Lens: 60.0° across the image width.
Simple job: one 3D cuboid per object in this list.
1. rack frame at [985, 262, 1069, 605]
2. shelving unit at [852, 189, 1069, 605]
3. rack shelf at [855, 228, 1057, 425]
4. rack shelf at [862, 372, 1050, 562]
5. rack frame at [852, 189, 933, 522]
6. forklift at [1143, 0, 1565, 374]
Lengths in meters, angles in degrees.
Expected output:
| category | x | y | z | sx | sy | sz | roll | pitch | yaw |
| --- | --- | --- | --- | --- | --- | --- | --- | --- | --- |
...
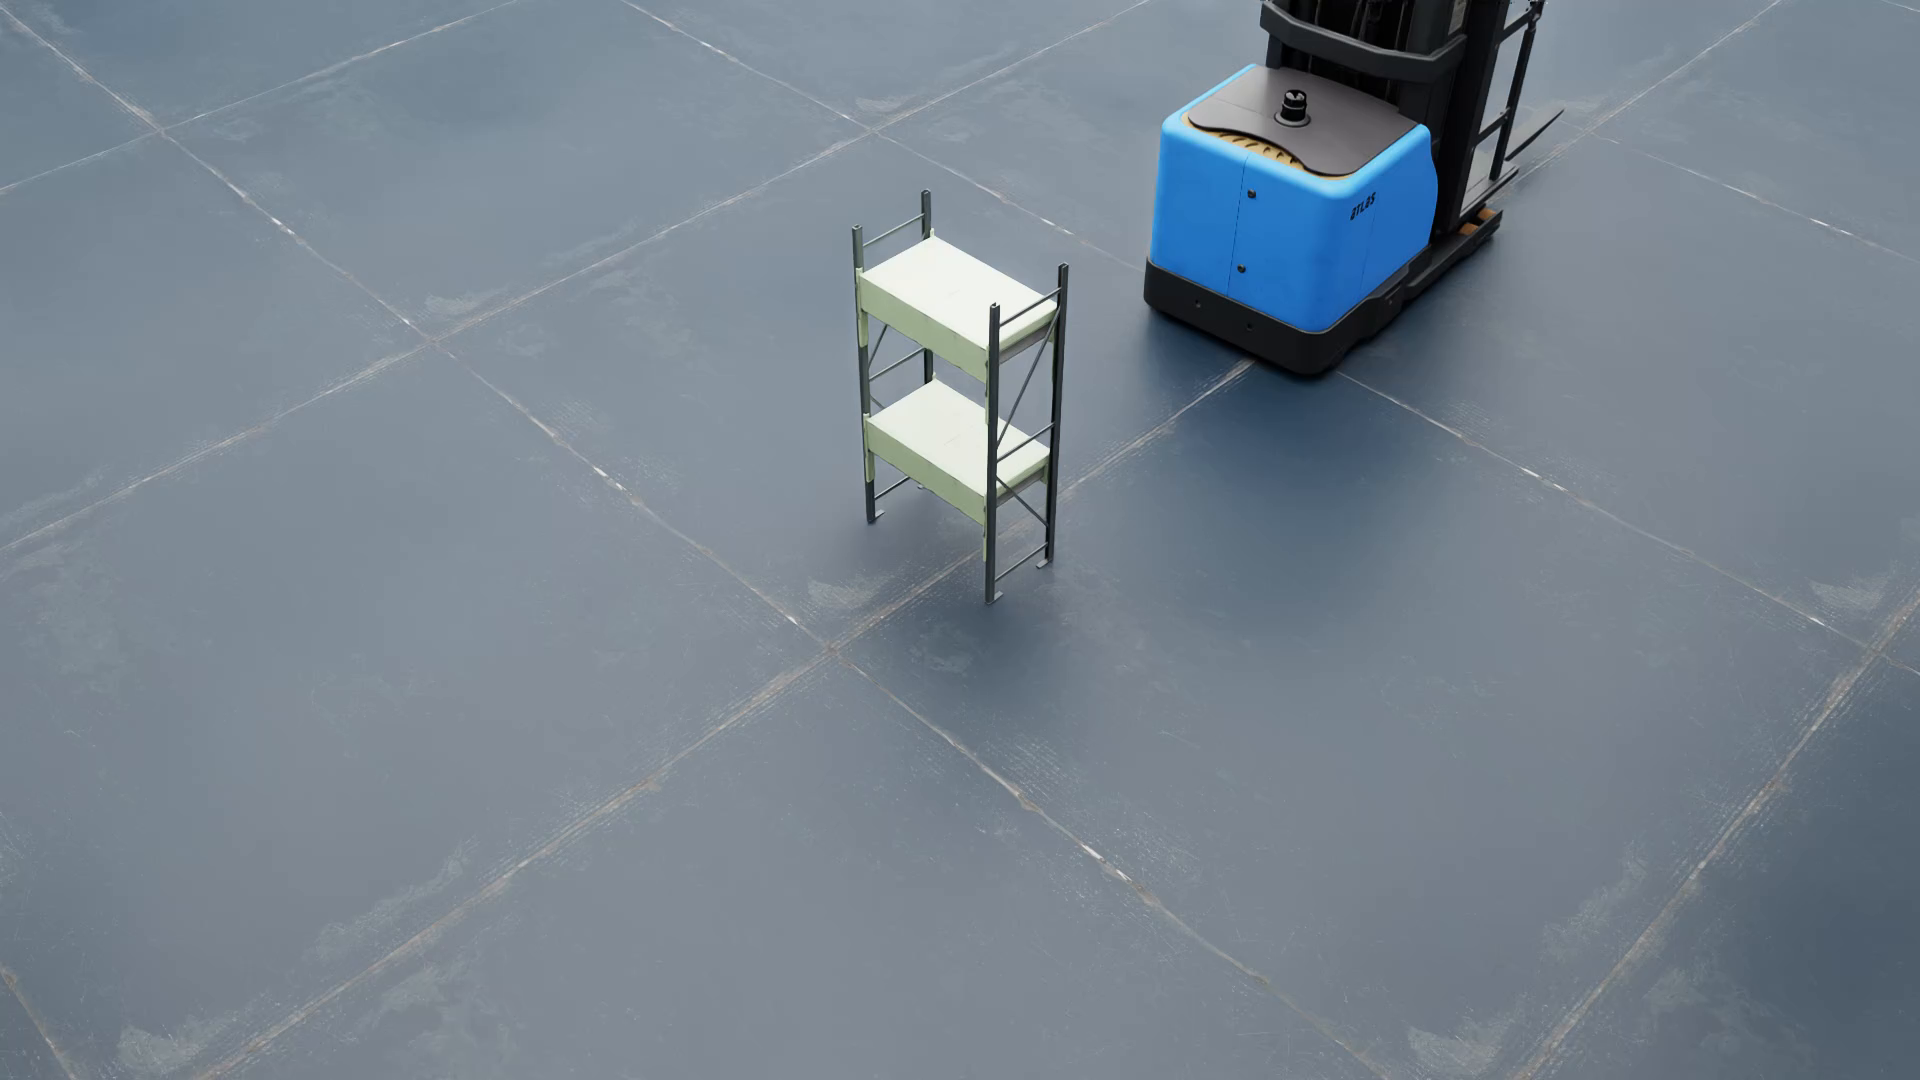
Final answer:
| category | x | y | z | sx | sy | sz | roll | pitch | yaw |
| --- | --- | --- | --- | --- | --- | --- | --- | --- | --- |
| rack frame | 0.254 | -0.378 | 6.554 | 0.400 | 1.500 | 0.023 | -34 | 53 | -31 |
| shelving unit | -0.005 | -0.554 | 6.744 | 0.431 | 1.500 | 0.755 | -34 | 53 | -31 |
| rack shelf | -0.005 | -0.841 | 6.480 | 0.431 | 0.370 | 0.720 | -34 | 53 | -31 |
| rack shelf | -0.005 | -0.315 | 6.966 | 0.431 | 0.370 | 0.720 | -34 | 53 | -31 |
| rack frame | -0.263 | -0.730 | 6.935 | 0.400 | 1.500 | 0.023 | -34 | 53 | -31 |
| forklift | 2.275 | -2.804 | 8.125 | 1.130 | 2.935 | 3.031 | 30 | 51 | 29 |
